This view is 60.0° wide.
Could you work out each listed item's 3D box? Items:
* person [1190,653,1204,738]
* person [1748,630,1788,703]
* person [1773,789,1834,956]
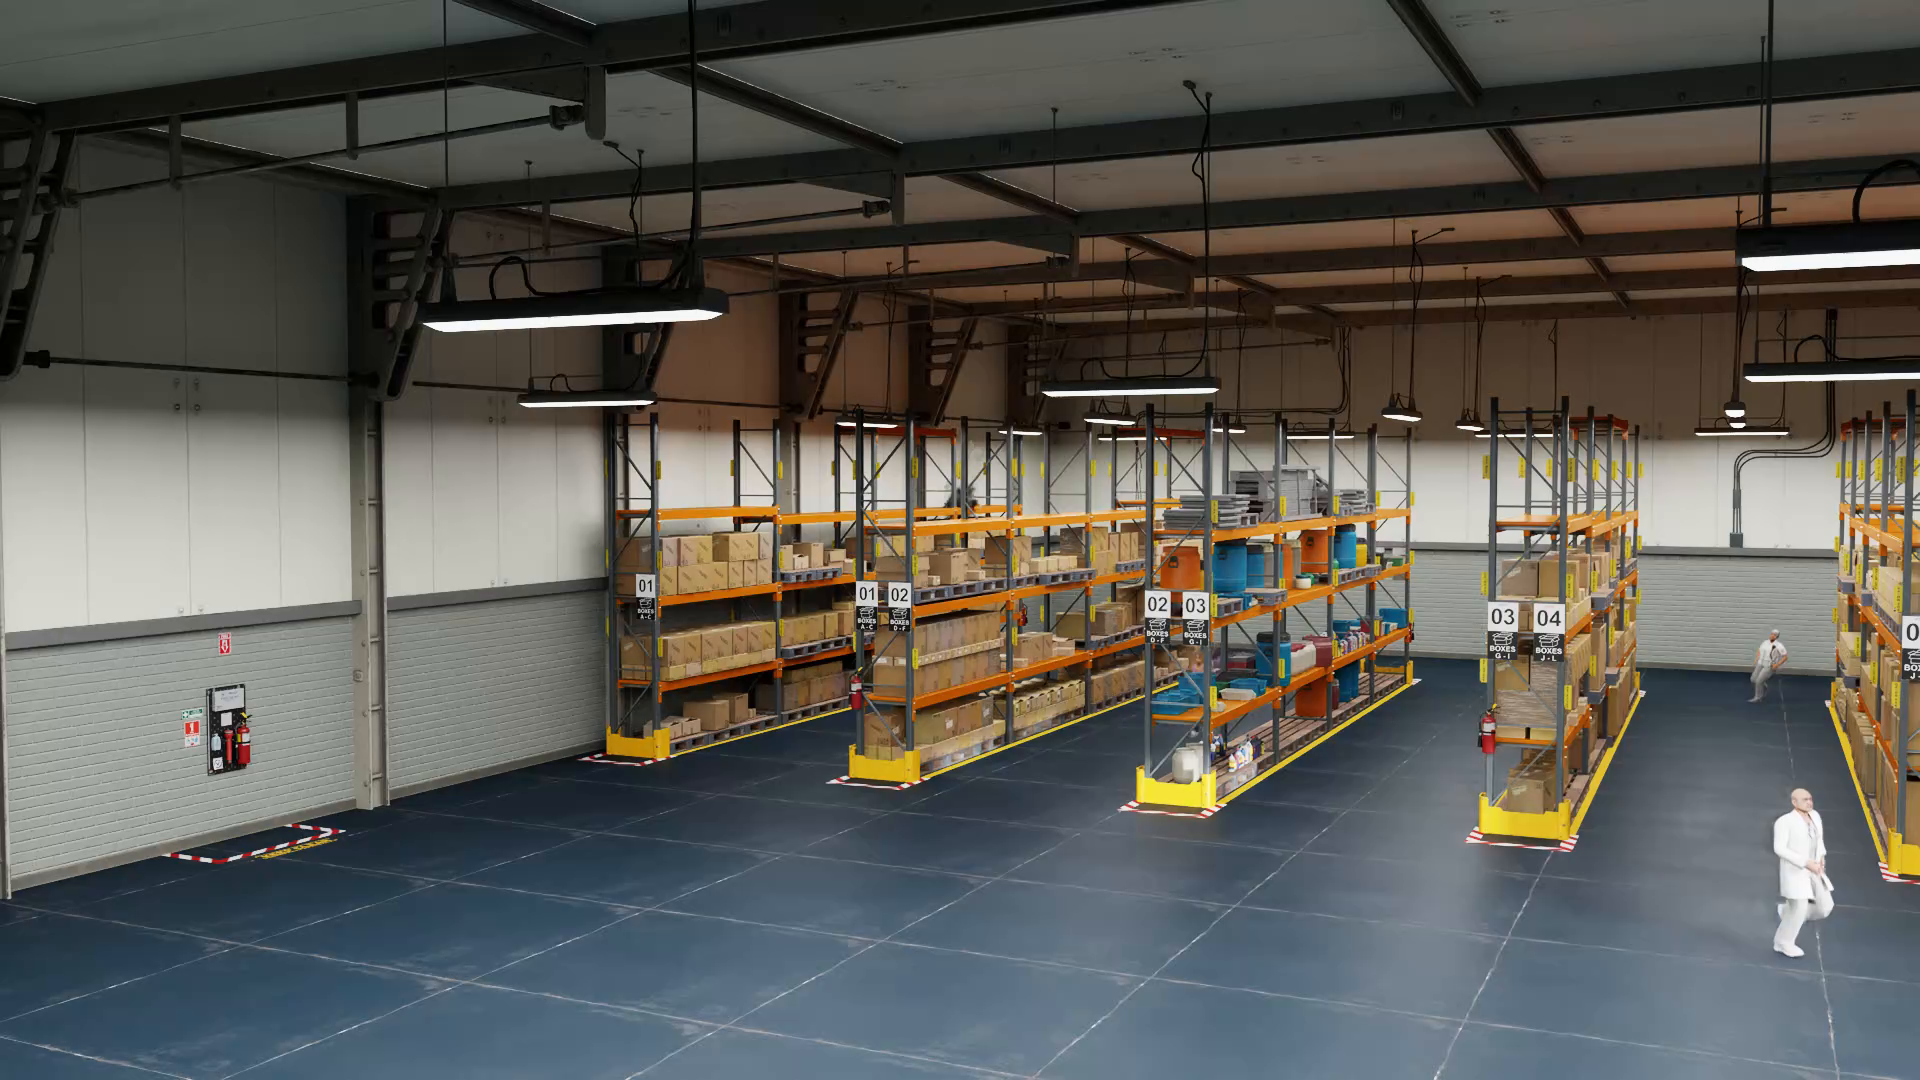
[{"bbox_3d":[4.555,2.922,31.441,0.520,1.575,0.926,1,3,25],"label":"person"},{"bbox_3d":[17.317,2.707,35.663,0.594,1.583,0.677,-1,3,-22],"label":"person"},{"bbox_3d":[8.662,3.412,17.050,0.747,1.732,0.690,-1,3,-19],"label":"person"}]
